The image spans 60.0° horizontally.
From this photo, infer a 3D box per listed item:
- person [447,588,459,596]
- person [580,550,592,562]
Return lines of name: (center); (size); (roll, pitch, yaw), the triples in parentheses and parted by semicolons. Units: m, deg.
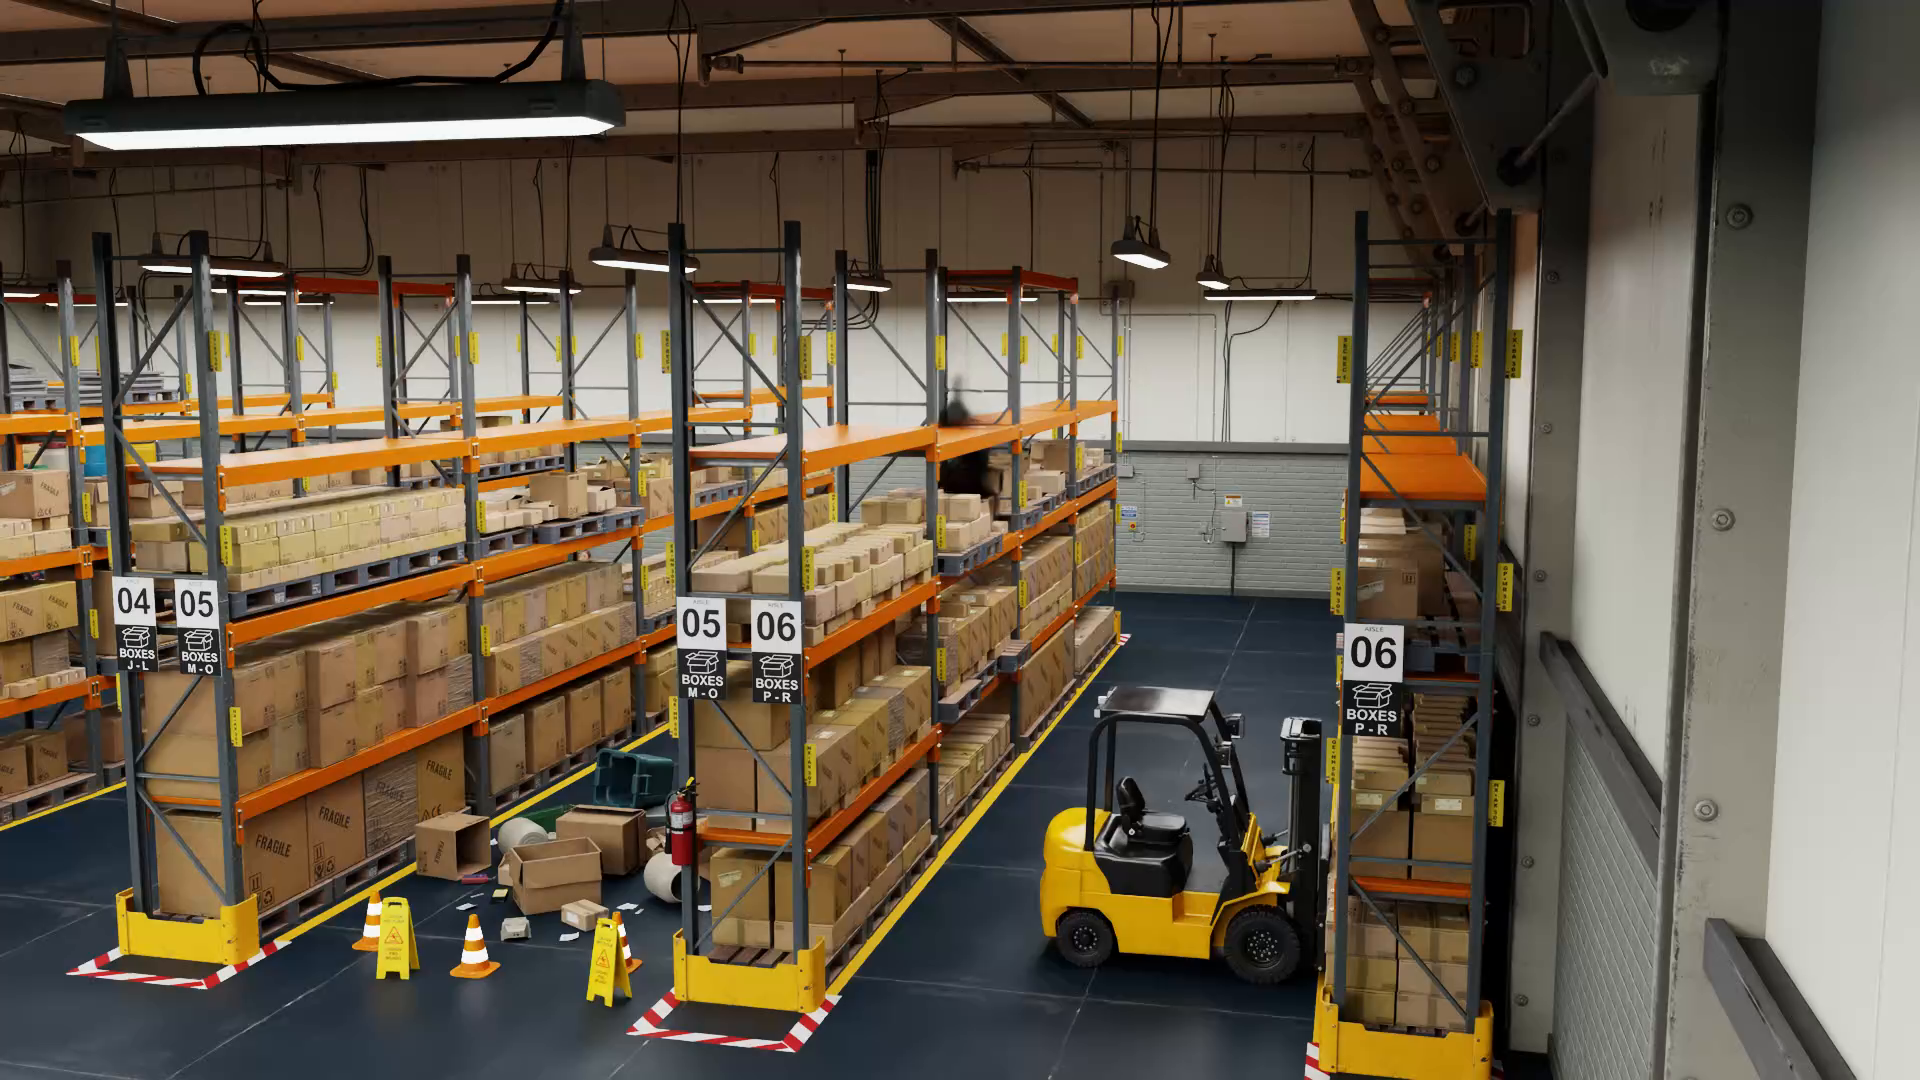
person: (-7.220, 1.480, 23.844); (0.618, 1.608, 0.584); (1, 7, 8)
person: (-6.285, 0.970, 27.884); (0.564, 1.622, 0.569); (0, 7, 4)
